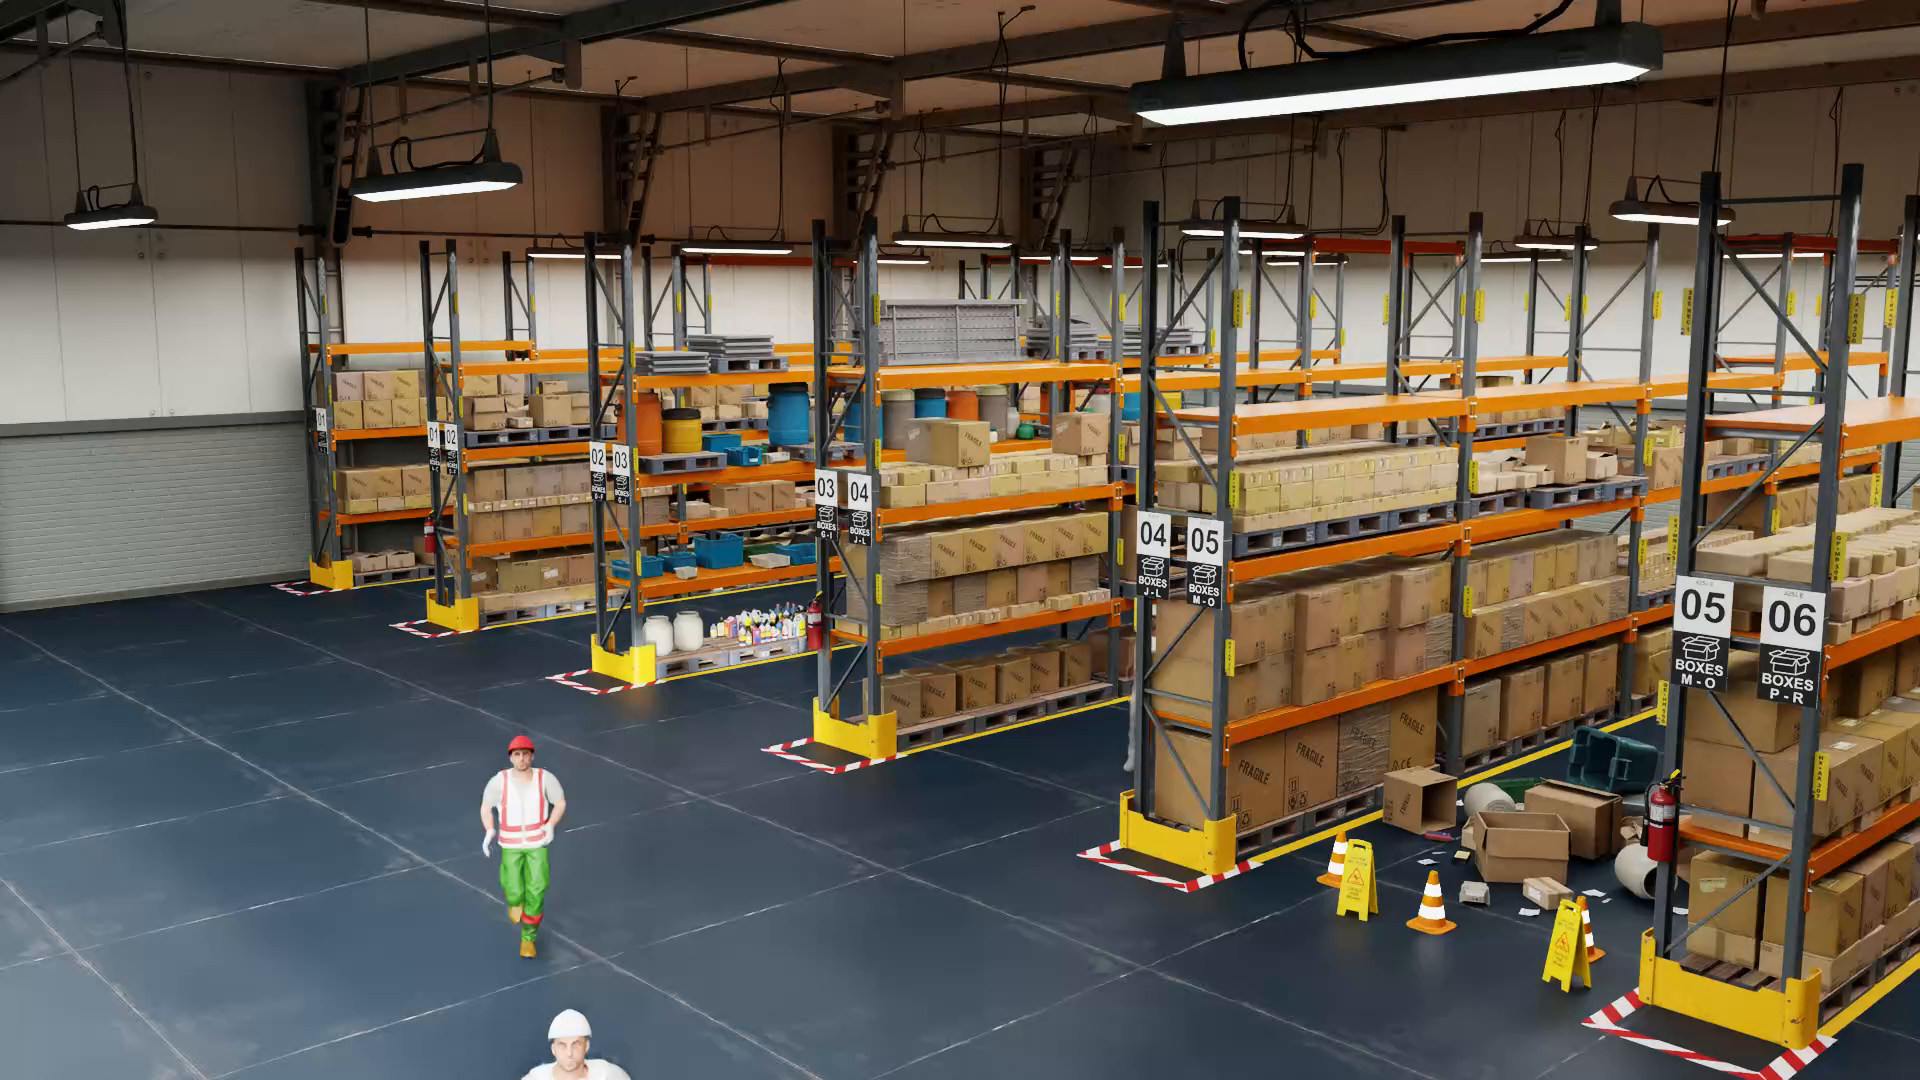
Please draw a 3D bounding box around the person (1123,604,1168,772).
[{"bbox_3d":[2.125,1.597,18.346,0.682,1.803,0.879,6,10,34],"label":"person"}]

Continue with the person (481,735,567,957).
[{"bbox_3d":[-3.444,2.396,13.176,0.657,1.743,0.605,-2,9,-15],"label":"person"}]

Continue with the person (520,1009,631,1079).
[{"bbox_3d":[-1.877,3.126,8.087,0.674,1.757,0.806,-2,9,-15],"label":"person"}]
